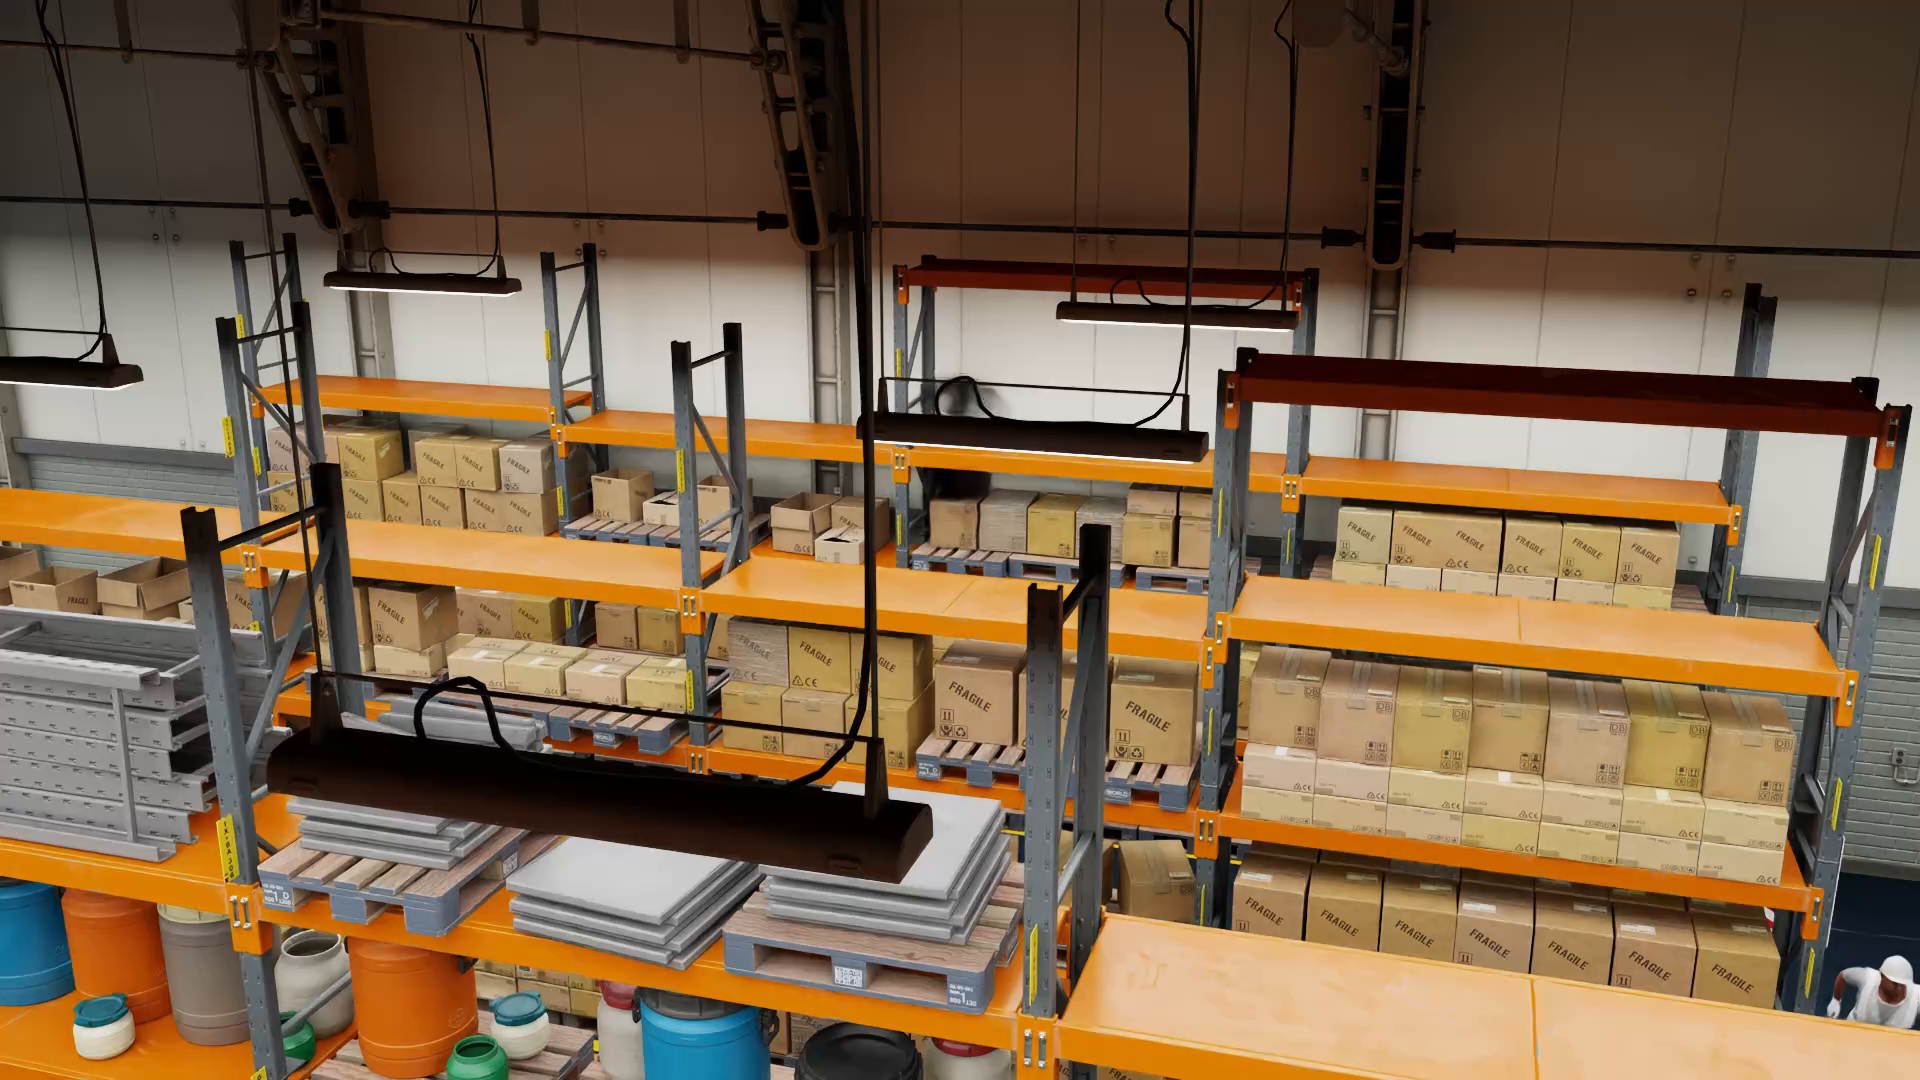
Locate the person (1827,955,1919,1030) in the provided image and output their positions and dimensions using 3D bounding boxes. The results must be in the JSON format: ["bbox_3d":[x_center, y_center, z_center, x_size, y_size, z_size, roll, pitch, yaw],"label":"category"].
[{"bbox_3d":[6.919,3.769,12.522,0.692,1.680,1.056,5,17,18],"label":"person"}]
